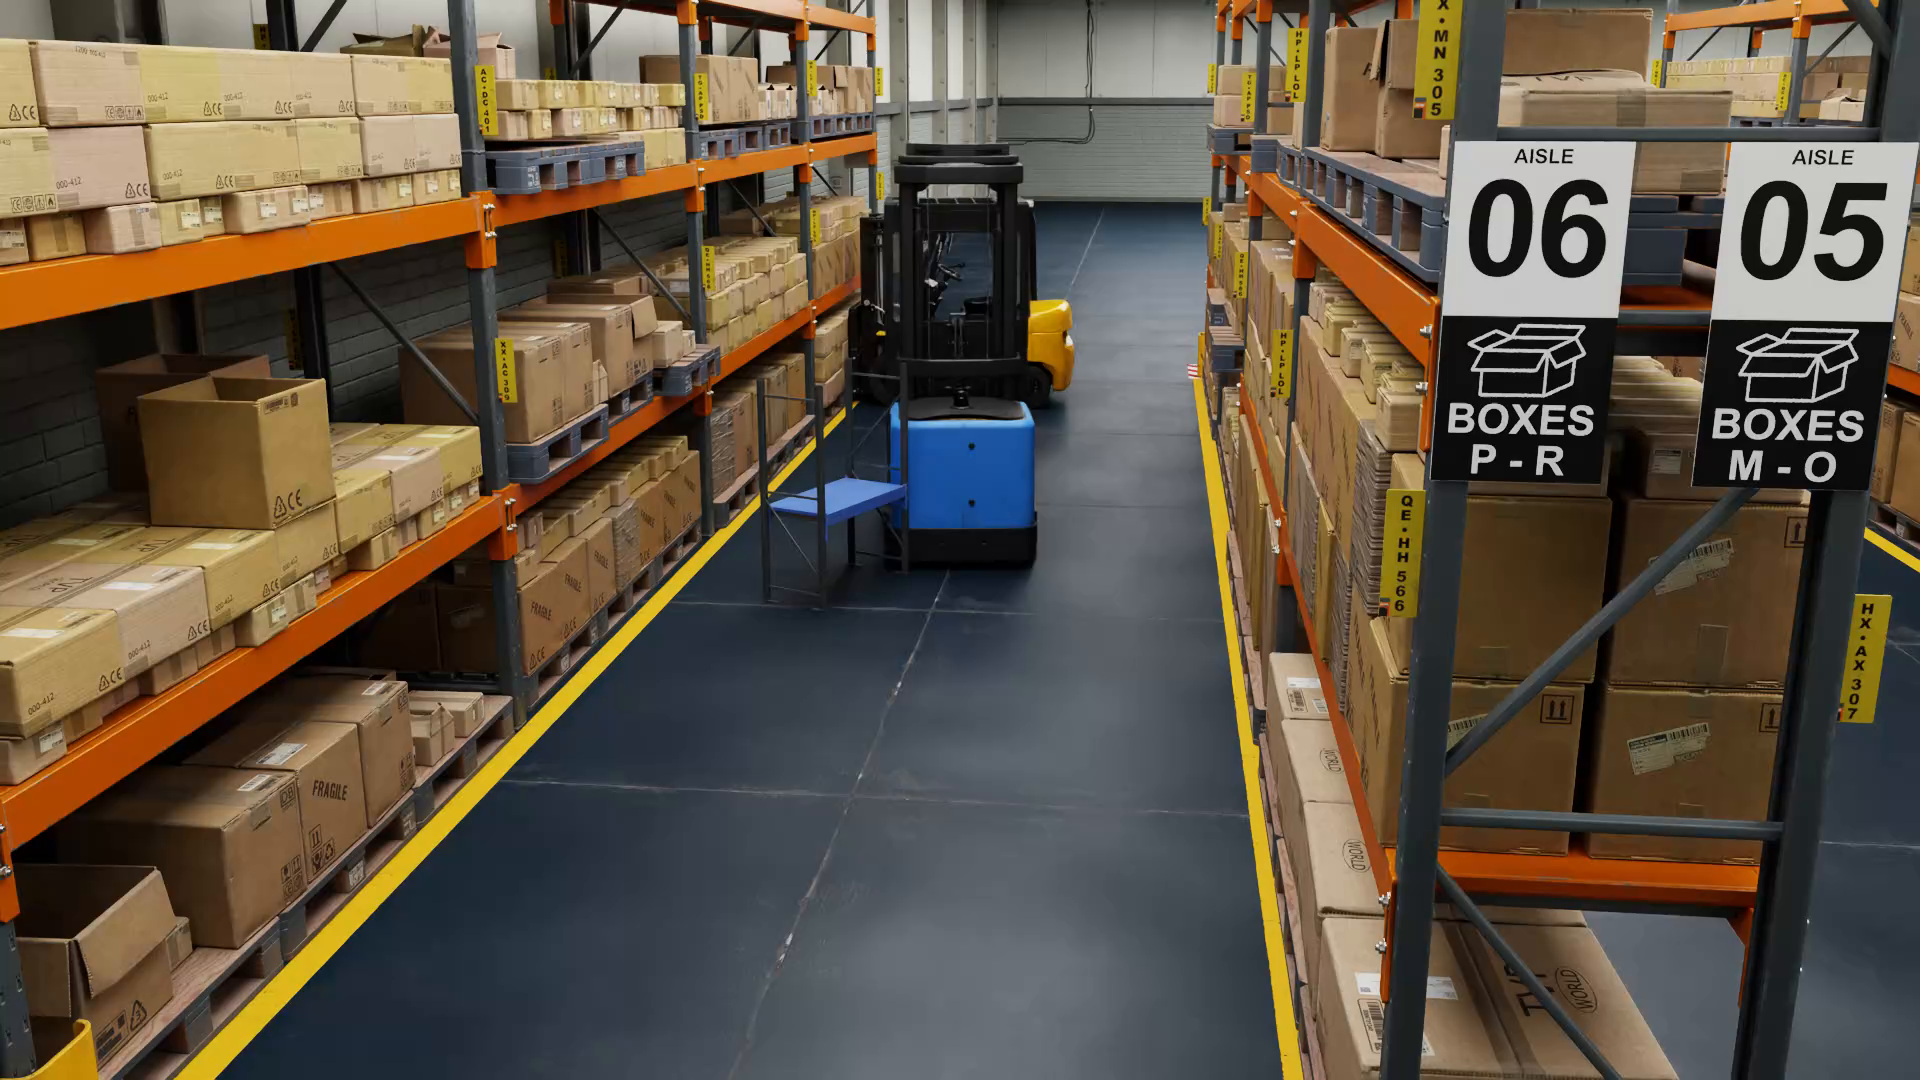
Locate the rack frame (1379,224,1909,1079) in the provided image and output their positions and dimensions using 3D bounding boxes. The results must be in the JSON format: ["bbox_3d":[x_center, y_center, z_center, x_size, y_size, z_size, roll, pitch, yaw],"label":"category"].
[{"bbox_3d":[1.635,0.728,4.224,1.000,3.000,0.127,2,15,6],"label":"rack frame"}]

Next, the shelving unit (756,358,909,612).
[{"bbox_3d":[-0.838,-0.400,11.268,0.538,1.500,1.048,9,17,29],"label":"shelving unit"}]

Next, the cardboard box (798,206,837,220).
[{"bbox_3d":[-1.536,-3.510,17.894,0.380,0.149,0.250,2,15,6],"label":"cardboard box"}]

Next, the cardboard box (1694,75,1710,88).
[{"bbox_3d":[7.948,-4.692,17.244,0.500,0.250,0.500,2,15,6],"label":"cardboard box"}]

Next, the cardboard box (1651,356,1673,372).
[{"bbox_3d":[8.359,-2.302,18.694,0.875,0.875,0.875,2,15,7],"label":"cardboard box"}]

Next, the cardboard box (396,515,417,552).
[{"bbox_3d":[-2.701,-0.040,7.545,0.380,0.149,0.250,2,15,8],"label":"cardboard box"}]

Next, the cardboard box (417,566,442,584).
[{"bbox_3d":[-3.091,0.132,9.169,0.380,0.149,0.250,1,15,4],"label":"cardboard box"}]

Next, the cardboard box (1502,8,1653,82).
[{"bbox_3d":[2.011,-1.538,5.669,0.500,0.500,0.500,2,15,7],"label":"cardboard box"}]

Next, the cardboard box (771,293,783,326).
[{"bbox_3d":[-1.878,-2.061,14.823,0.500,0.250,0.500,2,15,7],"label":"cardboard box"}]

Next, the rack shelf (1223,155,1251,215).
[{"bbox_3d":[2.763,-2.967,13.518,1.077,0.370,4.000,2,15,6],"label":"rack shelf"}]

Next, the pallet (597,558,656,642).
[{"bbox_3d":[-2.657,0.362,10.920,1.003,0.211,1.213,2,15,6],"label":"pallet"}]

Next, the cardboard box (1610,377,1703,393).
[{"bbox_3d":[2.064,-0.403,5.057,0.380,0.149,0.250,1,15,4],"label":"cardboard box"}]

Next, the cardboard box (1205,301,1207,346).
[{"bbox_3d":[3.072,-2.452,19.011,0.500,0.500,0.500,1,15,4],"label":"cardboard box"}]

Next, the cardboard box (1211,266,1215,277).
[{"bbox_3d":[2.997,-3.022,18.573,0.380,0.149,0.250,2,15,7],"label":"cardboard box"}]

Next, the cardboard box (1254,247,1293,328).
[{"bbox_3d":[2.192,-1.628,10.831,0.500,0.500,0.500,2,15,6],"label":"cardboard box"}]

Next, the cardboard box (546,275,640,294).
[{"bbox_3d":[-2.608,-1.615,11.890,0.500,0.500,0.500,2,15,9],"label":"cardboard box"}]

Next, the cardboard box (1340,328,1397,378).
[{"bbox_3d":[1.602,-0.685,6.100,0.380,0.149,0.250,2,15,6],"label":"cardboard box"}]

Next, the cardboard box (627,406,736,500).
[{"bbox_3d":[-2.311,-0.710,13.287,0.875,0.625,0.625,2,15,8],"label":"cardboard box"}]

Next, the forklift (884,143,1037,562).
[{"bbox_3d":[-0.038,-1.590,12.929,1.130,2.935,3.031,-1,15,-2],"label":"forklift"}]

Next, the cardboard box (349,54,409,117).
[{"bbox_3d":[-2.713,-1.946,7.124,0.500,0.250,0.500,1,15,5],"label":"cardboard box"}]

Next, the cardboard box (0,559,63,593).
[{"bbox_3d":[-3.450,0.250,5.707,0.500,0.250,0.500,2,15,6],"label":"cardboard box"}]

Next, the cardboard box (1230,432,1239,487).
[{"bbox_3d":[2.686,-0.619,13.435,0.950,0.372,0.625,1,15,5],"label":"cardboard box"}]

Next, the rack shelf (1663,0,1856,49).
[{"bbox_3d":[8.144,-5.139,16.574,1.077,0.370,4.000,2,15,6],"label":"rack shelf"}]

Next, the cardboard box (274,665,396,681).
[{"bbox_3d":[-3.156,0.805,8.286,0.500,0.311,0.500,2,15,8],"label":"cardboard box"}]

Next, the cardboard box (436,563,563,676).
[{"bbox_3d":[-2.568,0.430,9.309,0.500,0.500,0.500,2,15,9],"label":"cardboard box"}]

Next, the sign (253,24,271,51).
[{"bbox_3d":[-3.398,-2.358,8.145,0.100,0.325,0.005,2,15,6],"label":"sign"}]

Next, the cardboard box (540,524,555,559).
[{"bbox_3d":[-2.570,0.010,9.622,0.380,0.149,0.250,1,15,3],"label":"cardboard box"}]

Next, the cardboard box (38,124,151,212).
[{"bbox_3d":[-2.939,-1.176,5.236,0.500,0.250,0.500,2,15,7],"label":"cardboard box"}]

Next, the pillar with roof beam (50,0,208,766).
[{"bbox_3d":[0.457,-3.070,6.777,9.100,9.000,0.400,2,15,6],"label":"pillar with roof beam"}]

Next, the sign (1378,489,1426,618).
[{"bbox_3d":[1.097,0.035,4.115,0.100,0.325,0.005,2,15,6],"label":"sign"}]

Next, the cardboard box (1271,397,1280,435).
[{"bbox_3d":[1.943,-0.730,8.945,0.500,0.250,0.500,2,15,8],"label":"cardboard box"}]

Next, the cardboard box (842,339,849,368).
[{"bbox_3d":[-1.459,-2.024,17.905,0.500,0.250,0.500,2,15,6],"label":"cardboard box"}]

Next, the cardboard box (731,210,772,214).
[{"bbox_3d":[-2.156,-3.326,17.212,0.380,0.149,0.250,1,15,5],"label":"cardboard box"}]

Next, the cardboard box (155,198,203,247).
[{"bbox_3d":[-2.829,-1.085,5.661,0.380,0.149,0.250,2,15,6],"label":"cardboard box"}]

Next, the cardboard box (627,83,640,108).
[{"bbox_3d":[-2.260,-2.835,10.608,0.380,0.149,0.250,1,15,5],"label":"cardboard box"}]

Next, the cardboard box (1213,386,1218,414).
[{"bbox_3d":[2.788,-1.421,16.635,0.500,0.250,0.500,2,15,9],"label":"cardboard box"}]

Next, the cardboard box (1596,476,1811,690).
[{"bbox_3d":[1.972,0.081,4.510,0.500,0.500,0.500,1,15,5],"label":"cardboard box"}]

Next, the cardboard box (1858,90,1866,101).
[{"bbox_3d":[7.998,-3.704,14.157,0.500,0.250,0.500,2,15,7],"label":"cardboard box"}]

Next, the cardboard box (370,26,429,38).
[{"bbox_3d":[-2.883,-2.527,8.637,0.396,0.266,0.258,2,15,6],"label":"cardboard box"}]

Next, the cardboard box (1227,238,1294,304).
[{"bbox_3d":[2.416,-2.133,13.239,0.500,0.500,0.500,1,15,2],"label":"cardboard box"}]

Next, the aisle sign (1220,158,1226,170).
[{"bbox_3d":[3.139,-4.702,19.325,0.394,0.787,0.004,2,15,6],"label":"aisle sign"}]

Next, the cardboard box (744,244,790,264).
[{"bbox_3d":[-1.751,-2.595,15.077,0.380,0.149,0.250,1,15,5],"label":"cardboard box"}]

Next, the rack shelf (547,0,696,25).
[{"bbox_3d":[-2.621,-3.329,9.880,1.077,0.370,4.000,2,15,6],"label":"rack shelf"}]

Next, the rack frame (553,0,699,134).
[{"bbox_3d":[-2.395,-4.388,11.652,1.000,3.000,0.127,2,15,6],"label":"rack frame"}]

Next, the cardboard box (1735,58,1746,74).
[{"bbox_3d":[7.757,-4.595,16.119,0.380,0.149,0.250,2,15,6],"label":"cardboard box"}]

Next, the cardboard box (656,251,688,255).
[{"bbox_3d":[-2.415,-2.412,14.403,0.380,0.149,0.250,2,15,7],"label":"cardboard box"}]

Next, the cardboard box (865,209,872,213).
[{"bbox_3d":[-1.253,-3.831,19.647,0.380,0.149,0.250,2,15,7],"label":"cardboard box"}]

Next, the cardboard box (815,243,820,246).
[{"bbox_3d":[-1.619,-3.033,16.699,0.380,0.149,0.250,2,15,8],"label":"cardboard box"}]

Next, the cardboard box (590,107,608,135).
[{"bbox_3d":[-2.267,-2.429,9.637,0.380,0.149,0.250,2,15,8],"label":"cardboard box"}]

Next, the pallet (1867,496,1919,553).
[{"bbox_3d":[7.631,-0.084,12.567,1.003,0.211,1.213,2,15,6],"label":"pallet"}]

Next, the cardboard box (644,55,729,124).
[{"bbox_3d":[-2.071,-3.420,12.631,0.500,0.500,0.500,2,15,7],"label":"cardboard box"}]

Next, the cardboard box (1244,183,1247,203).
[{"bbox_3d":[3.599,-3.958,18.875,0.700,0.500,0.500,1,15,5],"label":"cardboard box"}]

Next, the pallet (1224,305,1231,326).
[{"bbox_3d":[2.720,-1.769,13.826,1.003,0.211,1.213,2,15,6],"label":"pallet"}]

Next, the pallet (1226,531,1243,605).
[{"bbox_3d":[2.374,0.201,11.514,1.003,0.211,1.213,2,15,6],"label":"pallet"}]
